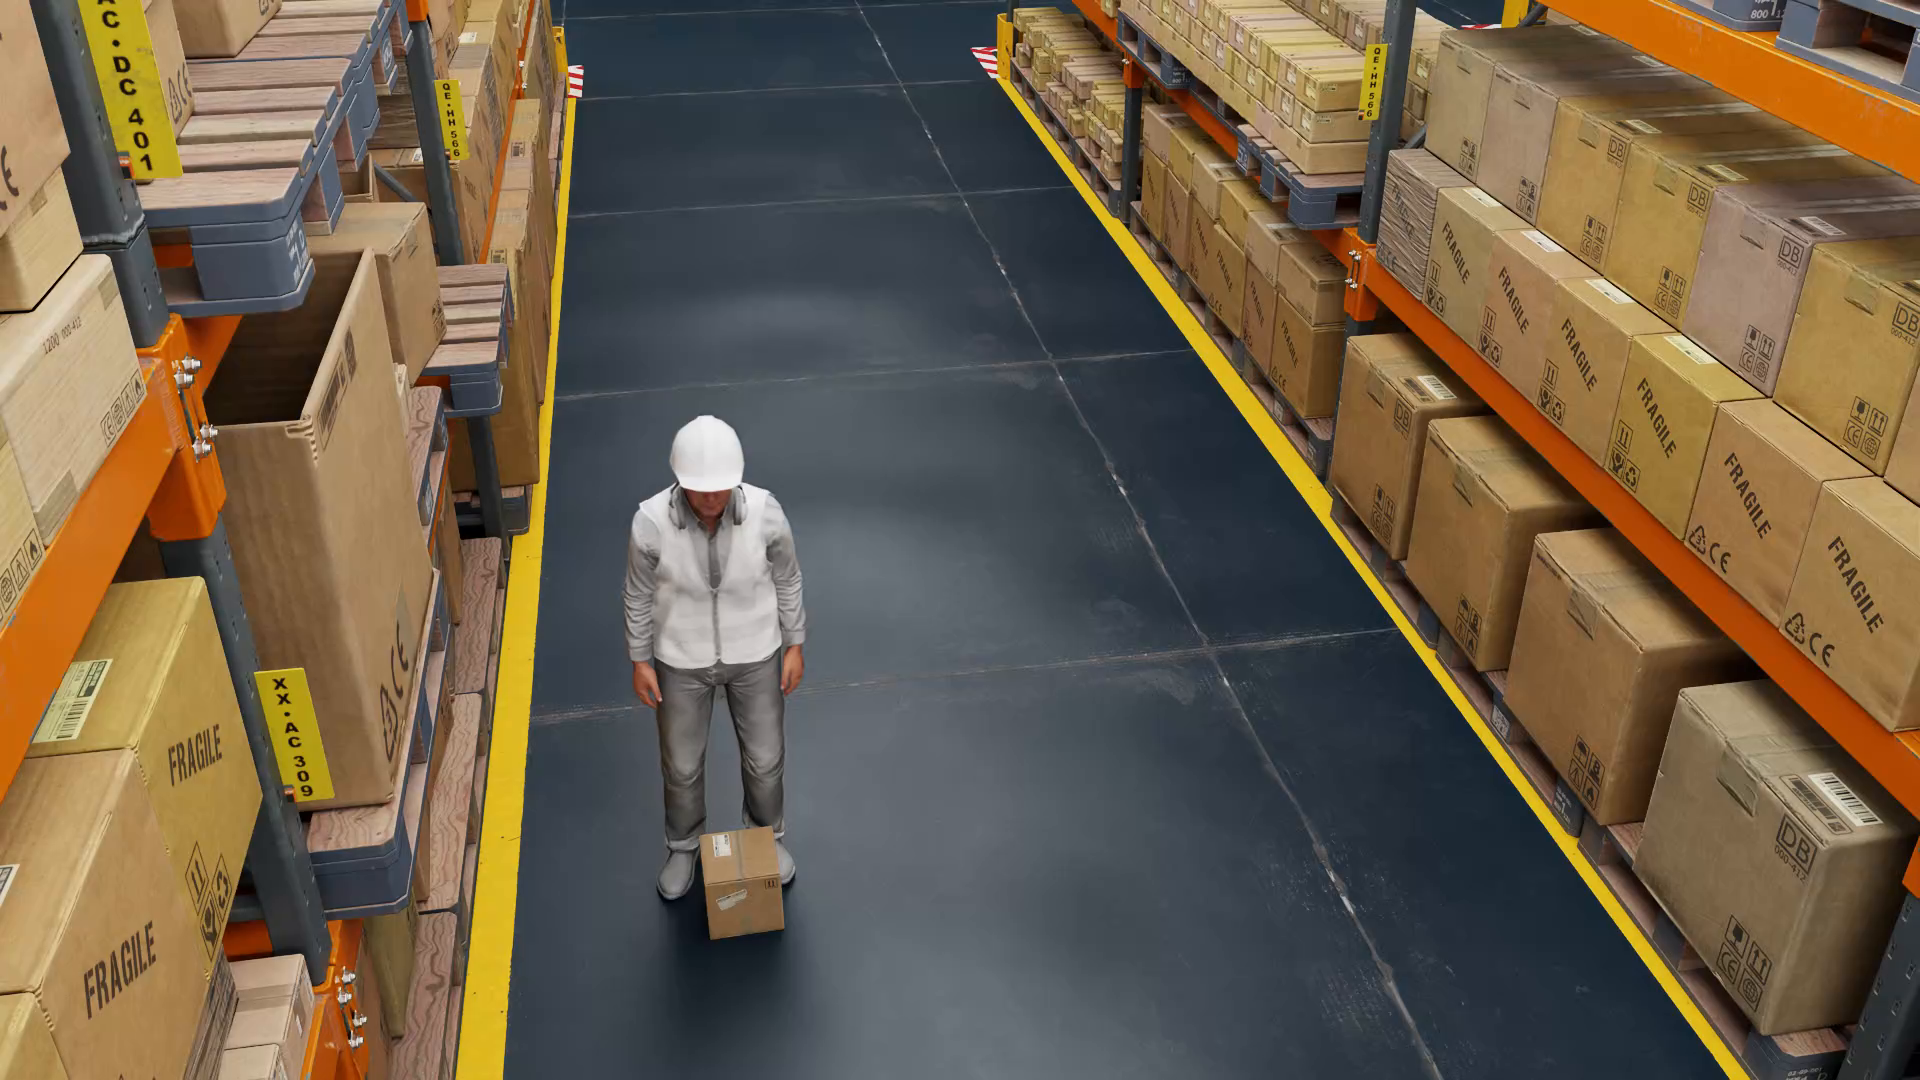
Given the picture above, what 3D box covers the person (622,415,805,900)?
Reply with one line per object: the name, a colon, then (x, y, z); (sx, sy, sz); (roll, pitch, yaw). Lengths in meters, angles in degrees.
person: (-0.793, 0.378, 5.463); (0.583, 1.771, 0.466); (-6, 31, -9)
